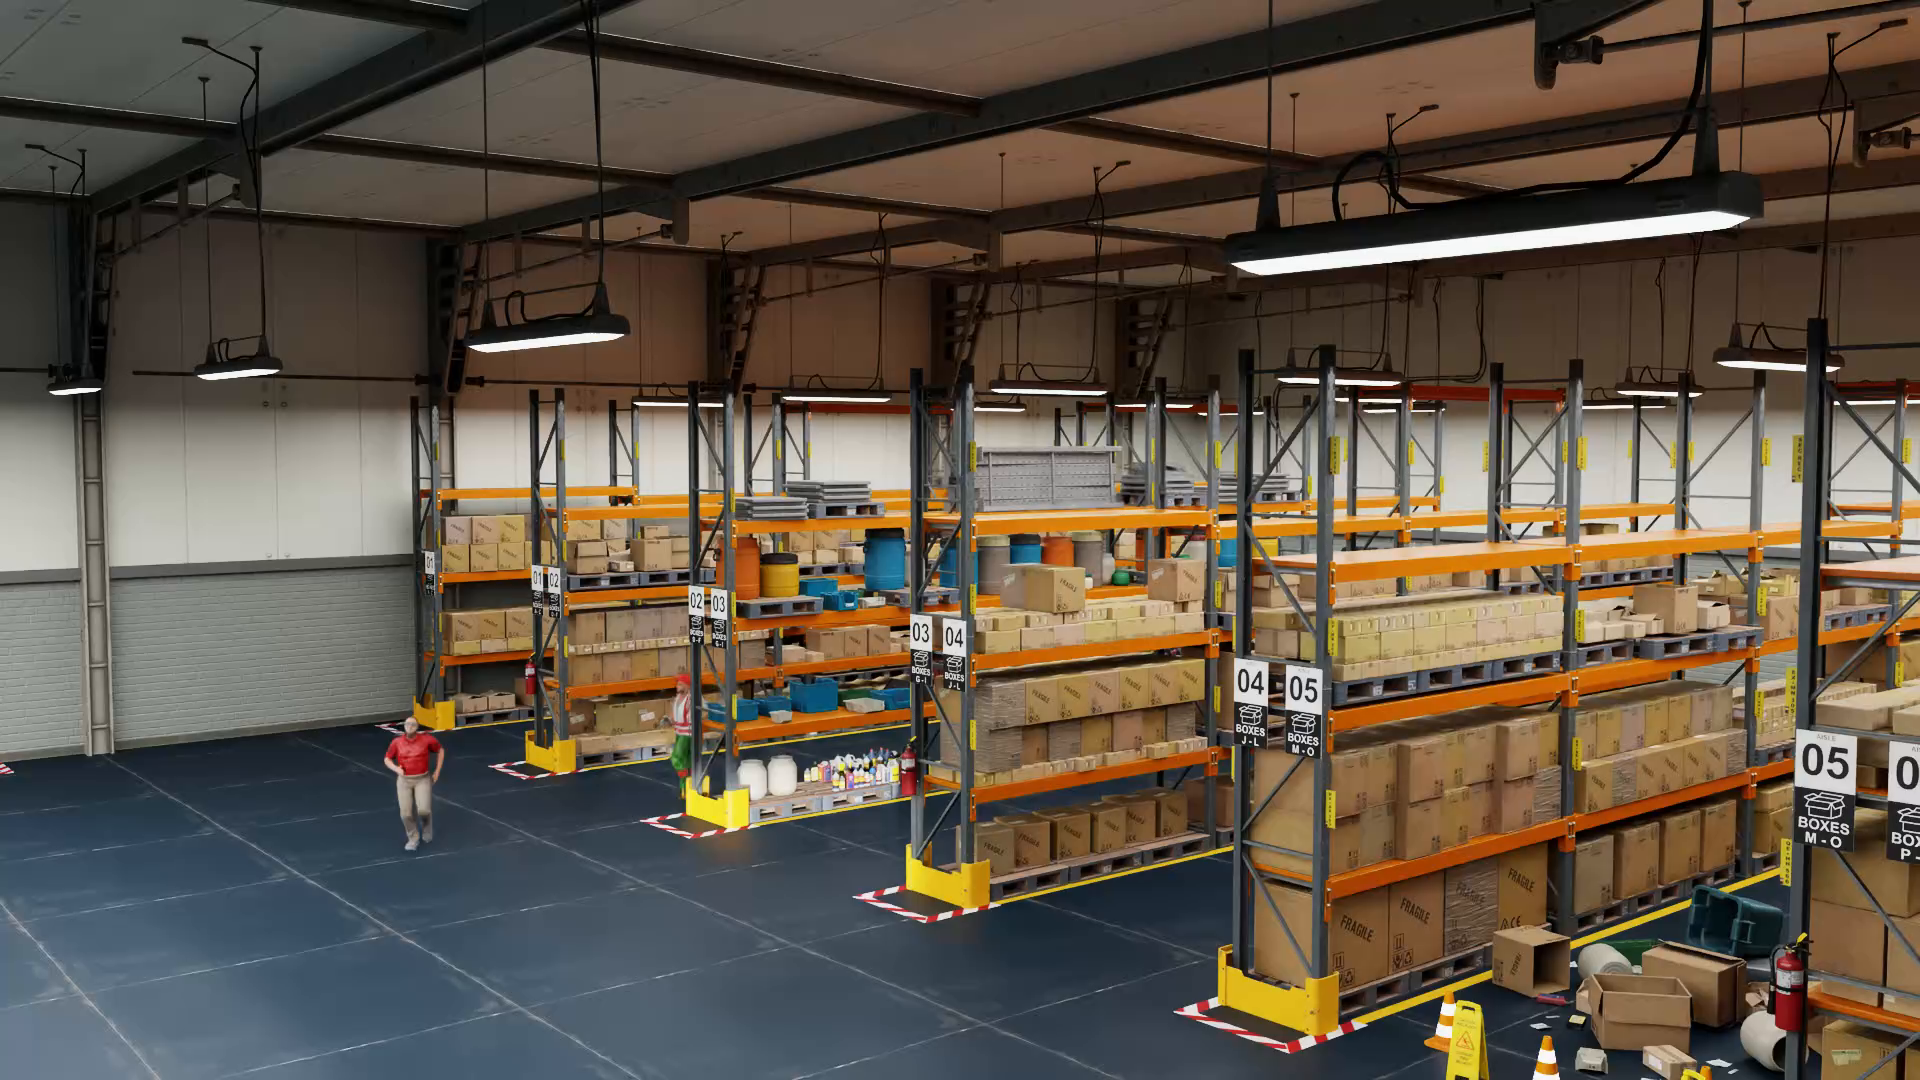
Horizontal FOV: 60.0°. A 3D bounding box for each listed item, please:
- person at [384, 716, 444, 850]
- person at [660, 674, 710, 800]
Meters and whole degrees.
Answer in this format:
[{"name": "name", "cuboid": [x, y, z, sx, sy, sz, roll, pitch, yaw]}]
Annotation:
[{"name": "person", "cuboid": [-6.895, 3.078, 20.984, 0.715, 1.695, 0.554, -1, 3, -13]}, {"name": "person", "cuboid": [-3.984, 2.864, 24.139, 0.718, 1.839, 0.688, -3, 4, -40]}]
